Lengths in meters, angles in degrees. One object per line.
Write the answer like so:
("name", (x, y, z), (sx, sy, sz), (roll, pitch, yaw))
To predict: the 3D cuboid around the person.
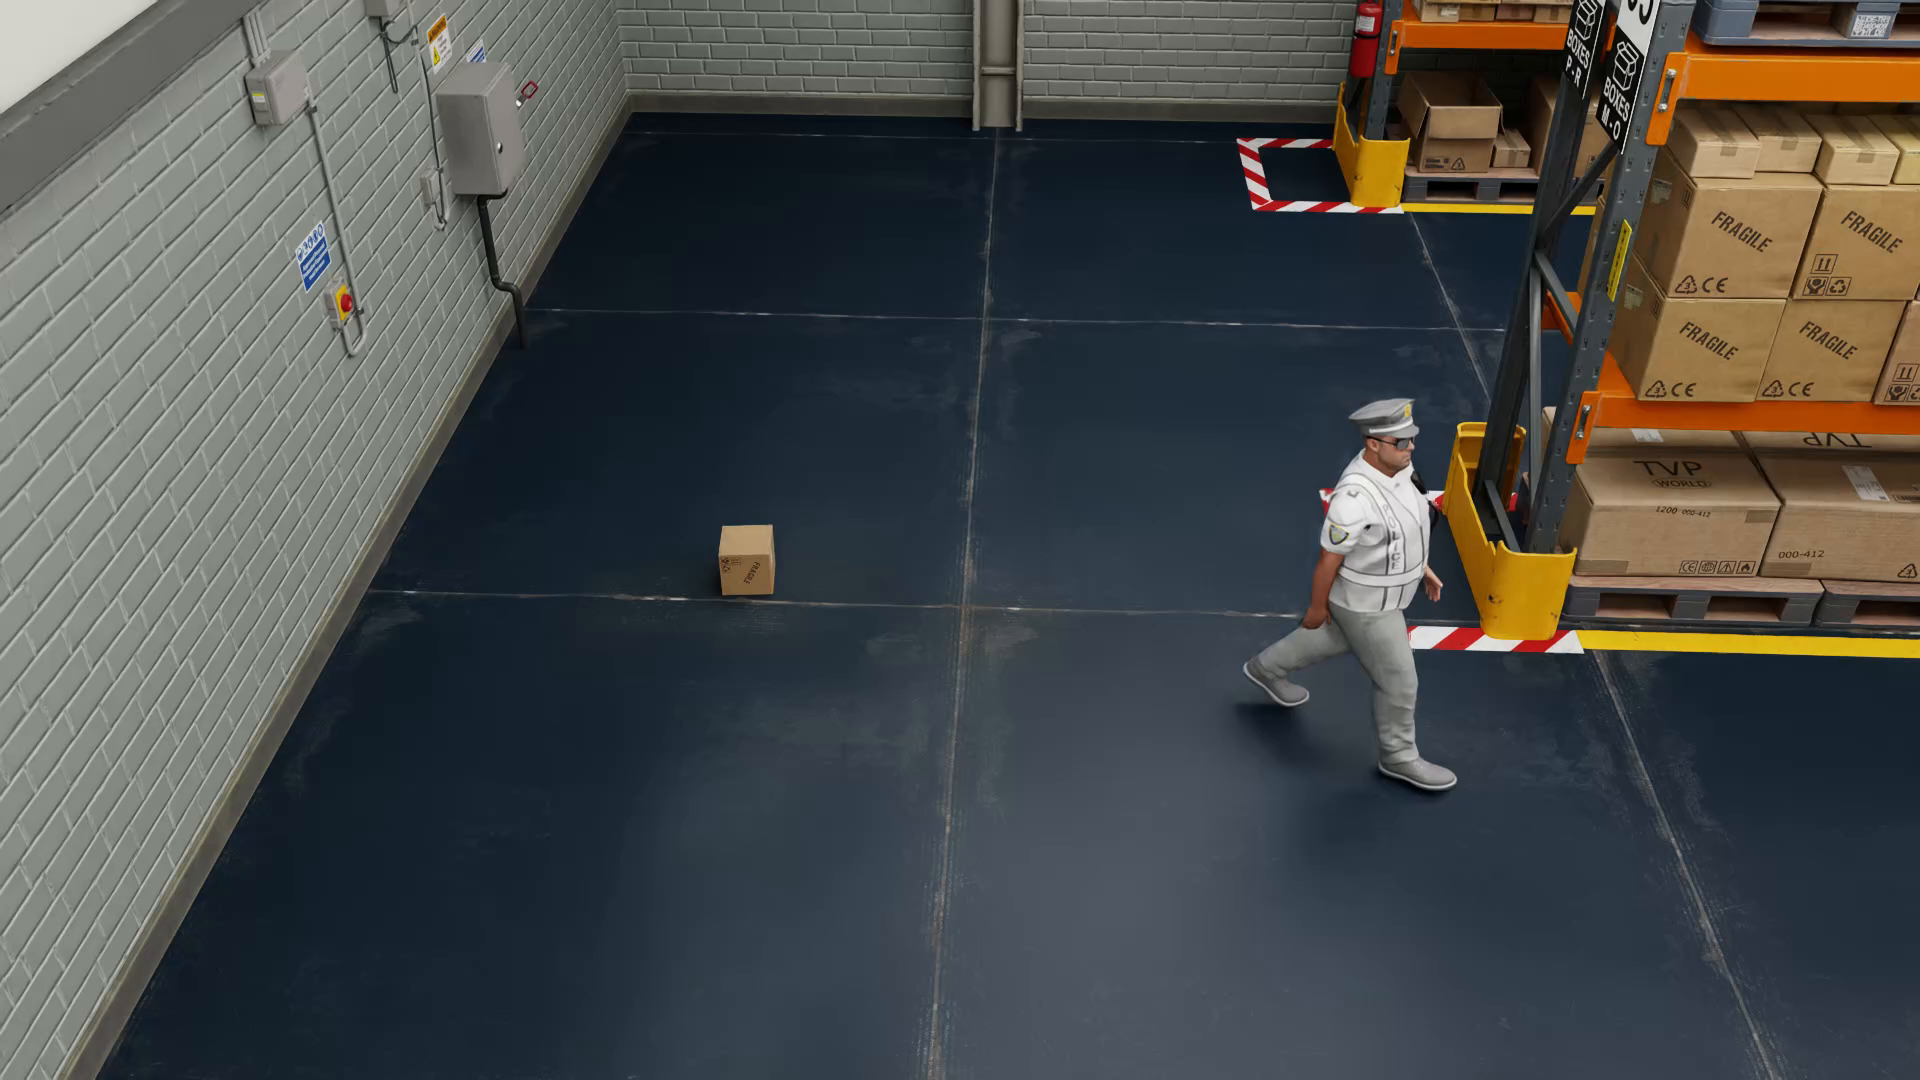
("person", (1.700, 0.167, 6.854), (1.033, 1.727, 0.529), (17, 39, 23))
